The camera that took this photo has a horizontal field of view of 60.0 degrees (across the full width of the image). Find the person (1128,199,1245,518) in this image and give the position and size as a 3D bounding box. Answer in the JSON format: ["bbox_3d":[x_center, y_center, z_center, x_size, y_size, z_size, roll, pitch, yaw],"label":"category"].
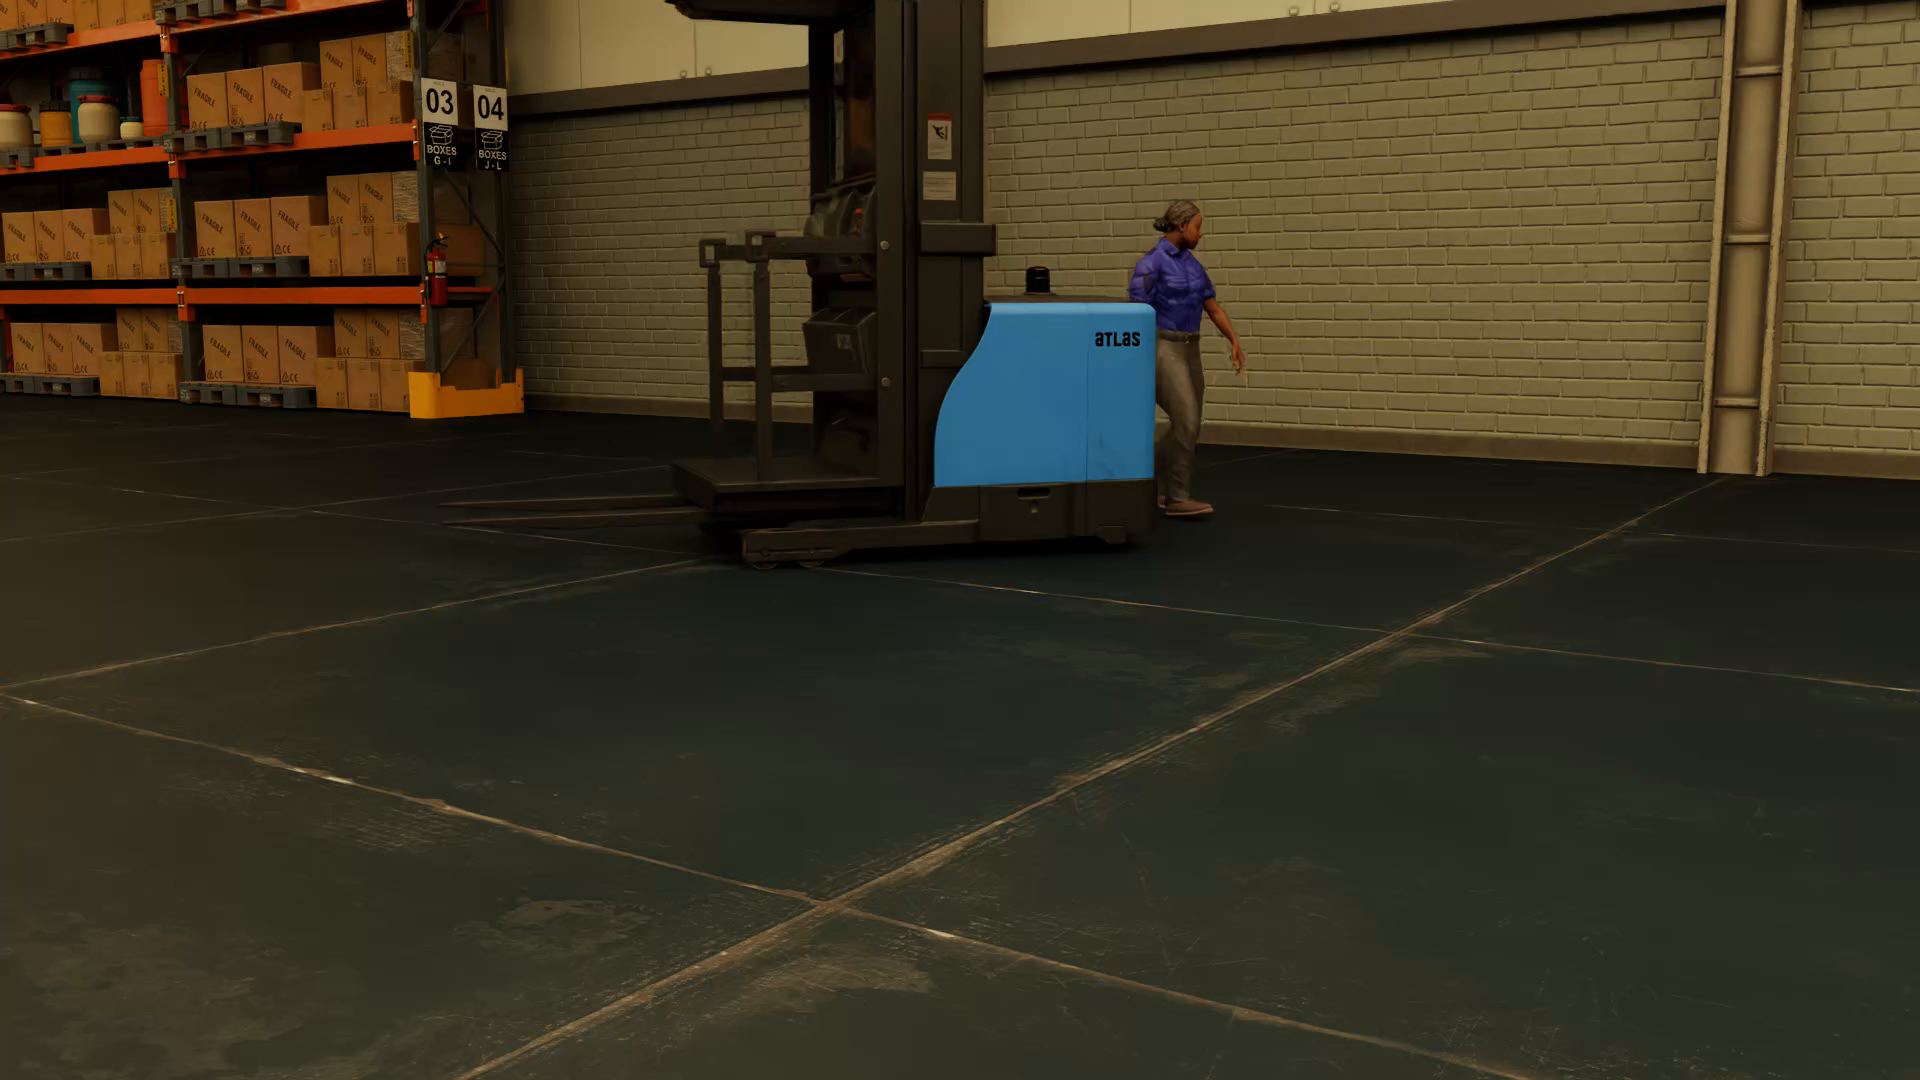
[{"bbox_3d":[1.075,-0.917,8.414,0.674,1.594,0.605,7,10,39],"label":"person"}]

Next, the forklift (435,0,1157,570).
[{"bbox_3d":[-0.703,-1.412,7.120,3.031,2.935,1.130,-3,9,-19],"label":"forklift"}]
